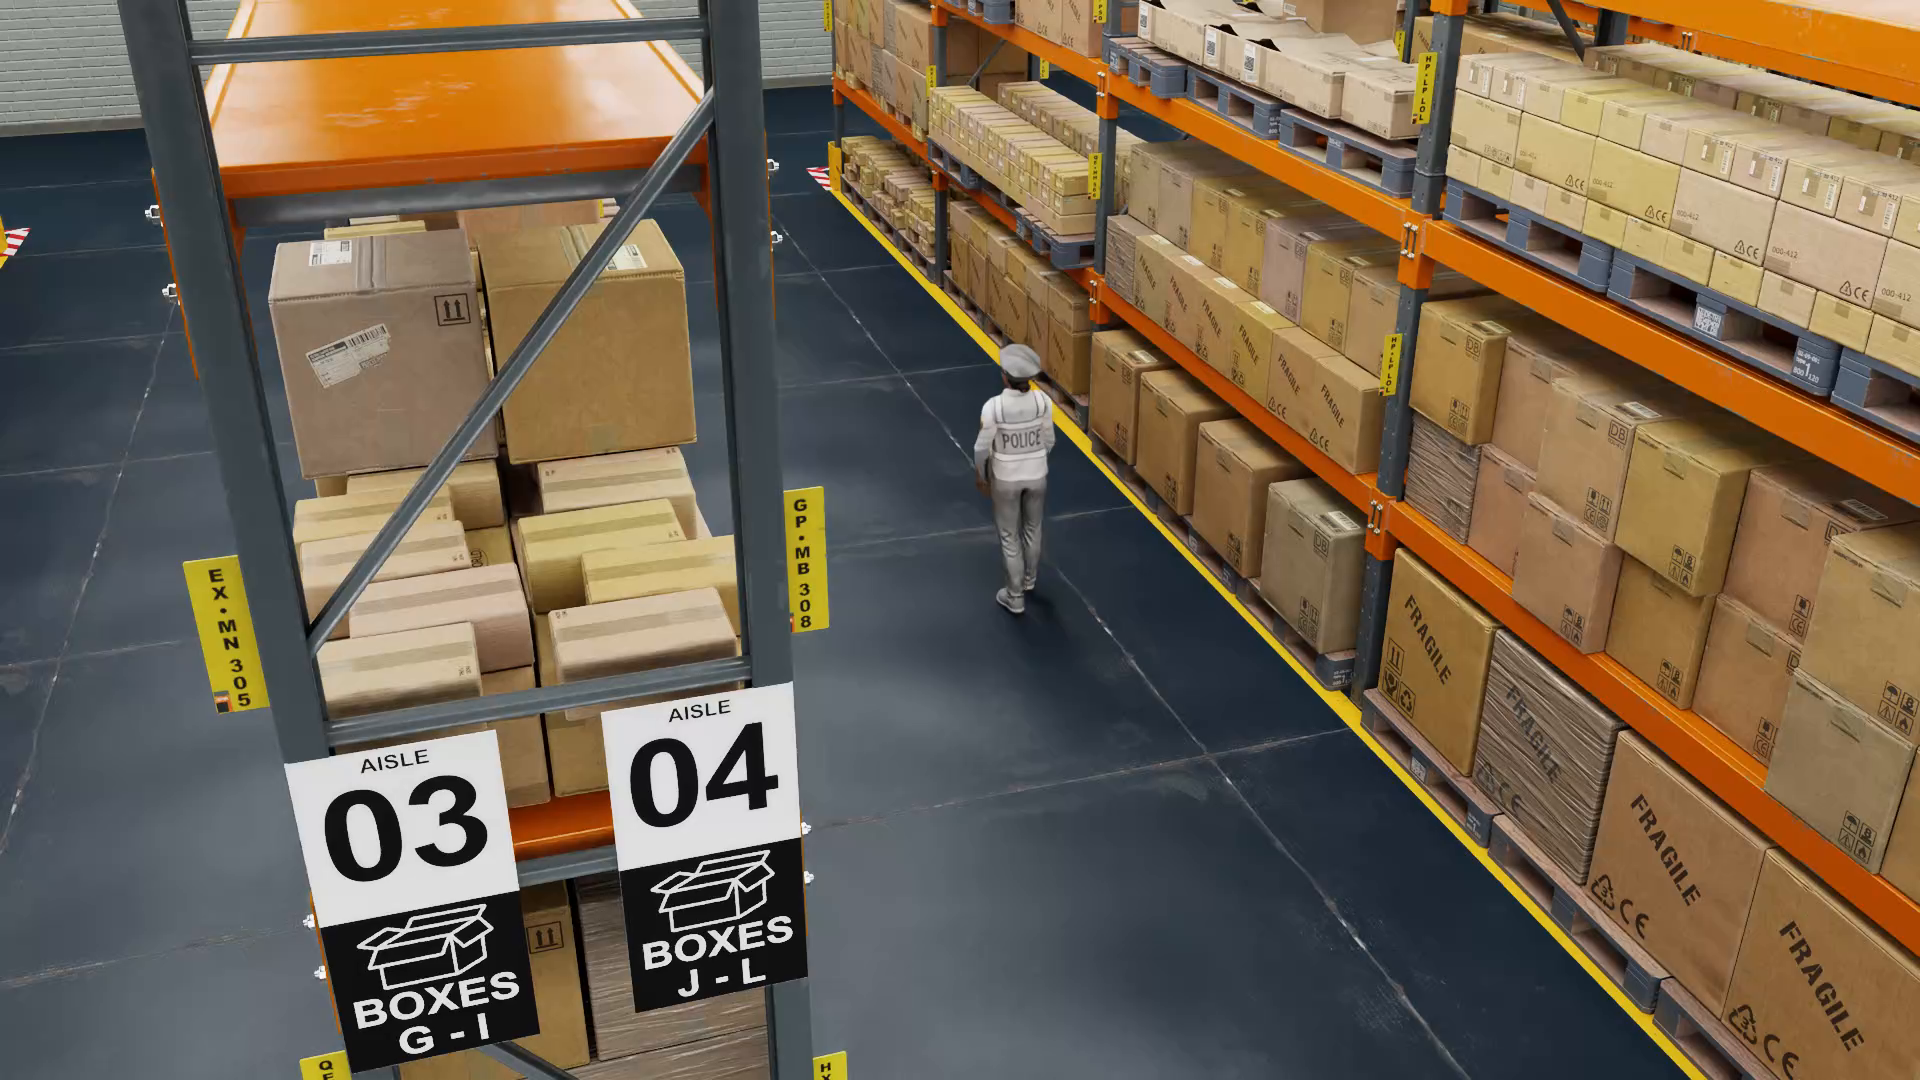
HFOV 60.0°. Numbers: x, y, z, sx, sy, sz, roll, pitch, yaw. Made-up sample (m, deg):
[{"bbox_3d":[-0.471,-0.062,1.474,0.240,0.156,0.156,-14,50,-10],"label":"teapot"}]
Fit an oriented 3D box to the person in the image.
[{"bbox_3d":[0.300,-0.412,10.111,0.500,1.695,0.544,-8,28,-16],"label":"person"}]
